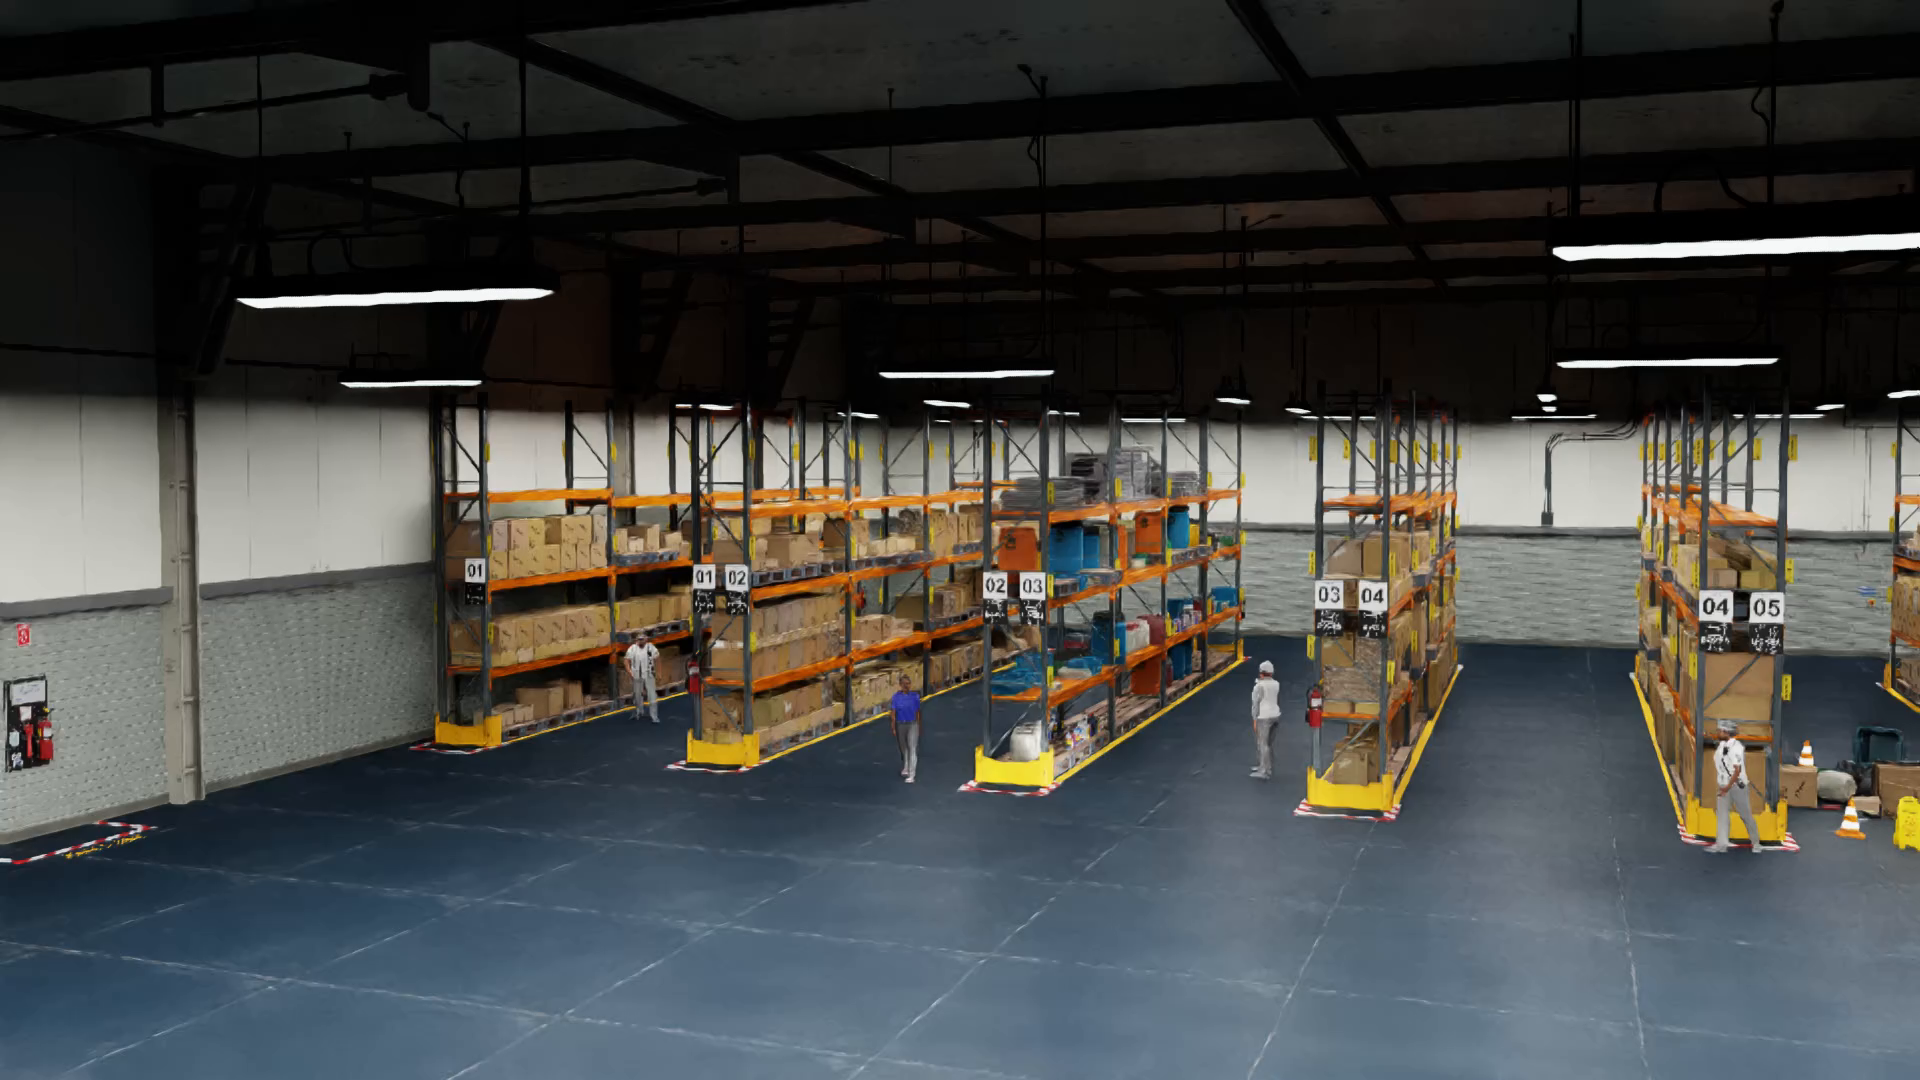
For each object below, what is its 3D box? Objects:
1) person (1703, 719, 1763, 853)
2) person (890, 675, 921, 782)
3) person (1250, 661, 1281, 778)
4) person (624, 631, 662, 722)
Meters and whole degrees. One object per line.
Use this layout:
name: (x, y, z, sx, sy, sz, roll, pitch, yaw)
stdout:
person: (9.655, 3.070, 20.718, 0.683, 1.657, 0.489, -1, 3, -10)
person: (-0.827, 2.844, 25.311, 0.442, 1.587, 0.997, 1, 3, 11)
person: (4.661, 2.740, 25.599, 0.578, 1.775, 0.494, -3, 4, -40)
person: (-5.853, 2.507, 30.833, 0.707, 1.697, 0.827, 0, 3, 1)
